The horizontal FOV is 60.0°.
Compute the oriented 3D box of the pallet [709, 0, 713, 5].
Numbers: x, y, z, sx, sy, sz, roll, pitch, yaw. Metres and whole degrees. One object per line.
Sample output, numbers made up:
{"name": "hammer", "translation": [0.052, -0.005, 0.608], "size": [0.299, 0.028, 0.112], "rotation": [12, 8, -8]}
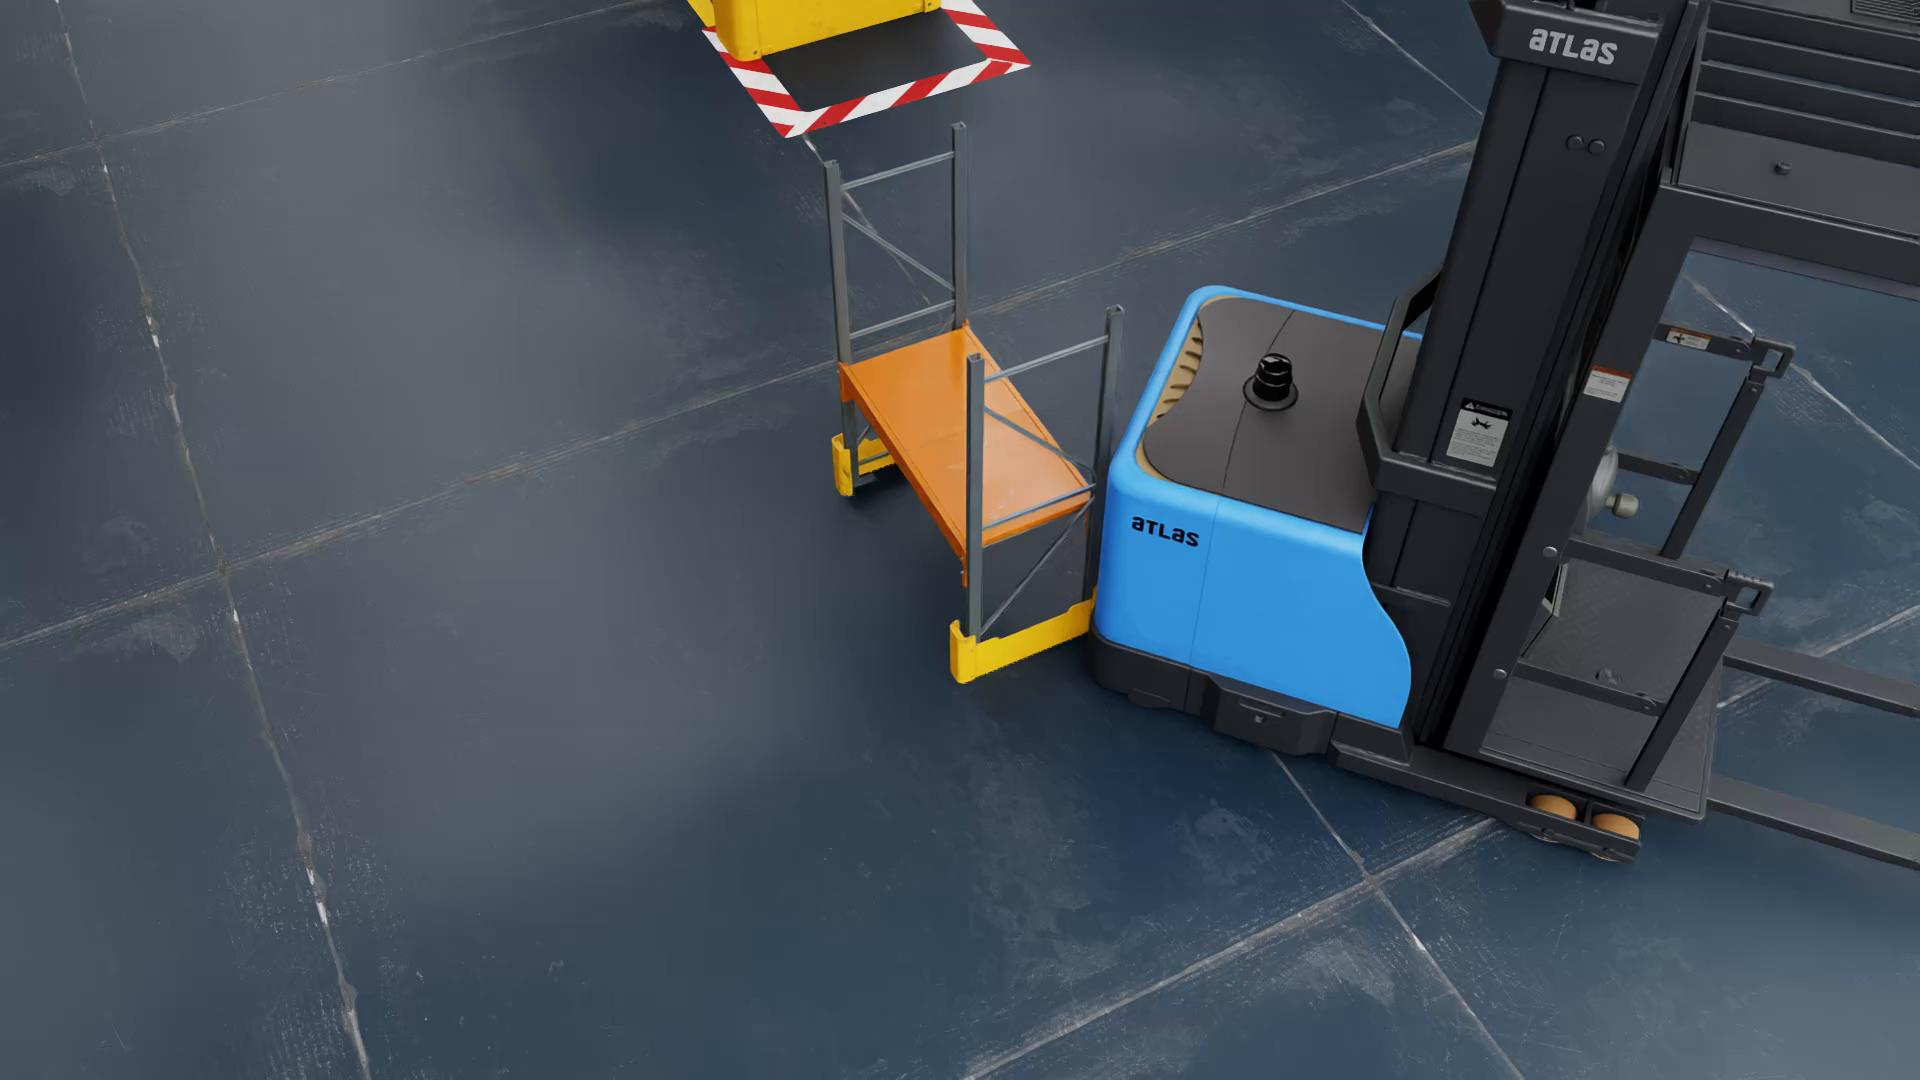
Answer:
{"name": "pallet", "translation": [-1.039, -3.316, 9.010], "size": [1.003, 0.211, 1.213], "rotation": [-21, 52, -18]}

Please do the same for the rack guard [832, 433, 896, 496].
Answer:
{"name": "rack guard", "translation": [-0.208, -0.373, 6.410], "size": [0.587, 0.250, 0.087], "rotation": [-21, 52, -17]}

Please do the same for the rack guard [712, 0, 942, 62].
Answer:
{"name": "rack guard", "translation": [-0.672, -2.865, 8.424], "size": [1.175, 0.500, 0.348], "rotation": [-21, 52, -18]}

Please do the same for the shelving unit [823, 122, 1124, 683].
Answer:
{"name": "shelving unit", "translation": [0.016, -0.449, 5.646], "size": [0.587, 1.500, 1.083], "rotation": [-21, 52, -17]}

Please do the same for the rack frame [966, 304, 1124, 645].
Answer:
{"name": "rack frame", "translation": [0.249, -0.101, 5.342], "size": [0.500, 1.500, 0.032], "rotation": [-21, 52, -17]}

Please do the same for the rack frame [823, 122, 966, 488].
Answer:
{"name": "rack frame", "translation": [-0.209, -0.785, 5.940], "size": [0.500, 1.500, 0.032], "rotation": [-21, 52, -17]}

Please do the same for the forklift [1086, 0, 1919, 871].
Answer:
{"name": "forklift", "translation": [2.007, -0.390, 4.644], "size": [3.031, 2.935, 1.130], "rotation": [16, 51, 14]}

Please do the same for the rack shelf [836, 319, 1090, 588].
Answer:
{"name": "rack shelf", "translation": [0.020, -0.325, 5.777], "size": [0.538, 0.185, 1.000], "rotation": [-21, 52, -17]}

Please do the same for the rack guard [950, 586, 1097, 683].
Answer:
{"name": "rack guard", "translation": [0.240, 0.297, 5.824], "size": [0.587, 0.250, 0.087], "rotation": [-21, 52, -17]}
